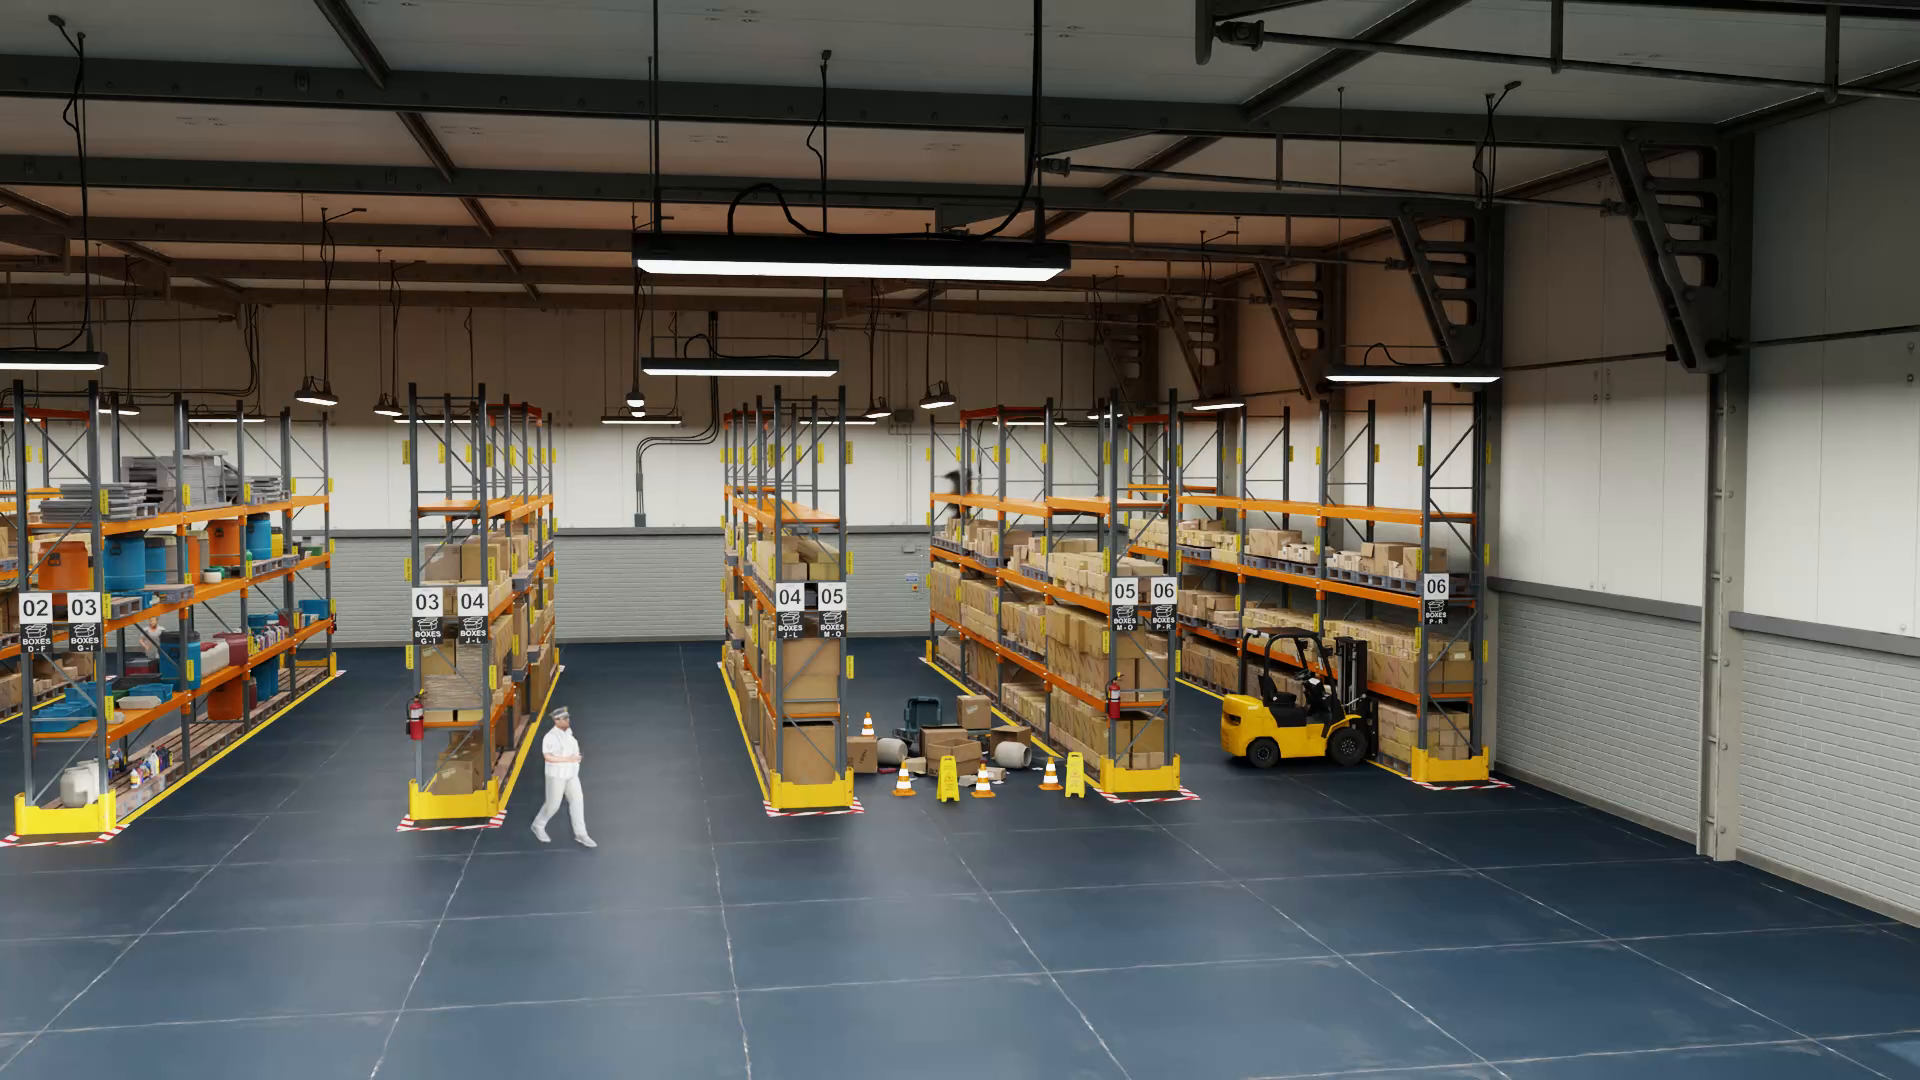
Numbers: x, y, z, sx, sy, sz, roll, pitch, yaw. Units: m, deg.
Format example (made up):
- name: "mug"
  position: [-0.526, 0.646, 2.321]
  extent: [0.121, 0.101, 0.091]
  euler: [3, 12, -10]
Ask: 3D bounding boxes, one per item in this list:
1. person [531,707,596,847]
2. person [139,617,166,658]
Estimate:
- name: "person"
  position: [-5.093, 3.012, 21.247]
  extent: [0.956, 1.776, 0.649]
  euler: [2, 3, 28]
- name: "person"
  position: [-17.255, 2.401, 35.613]
  extent: [0.560, 1.617, 0.734]
  euler: [-1, 3, -21]
